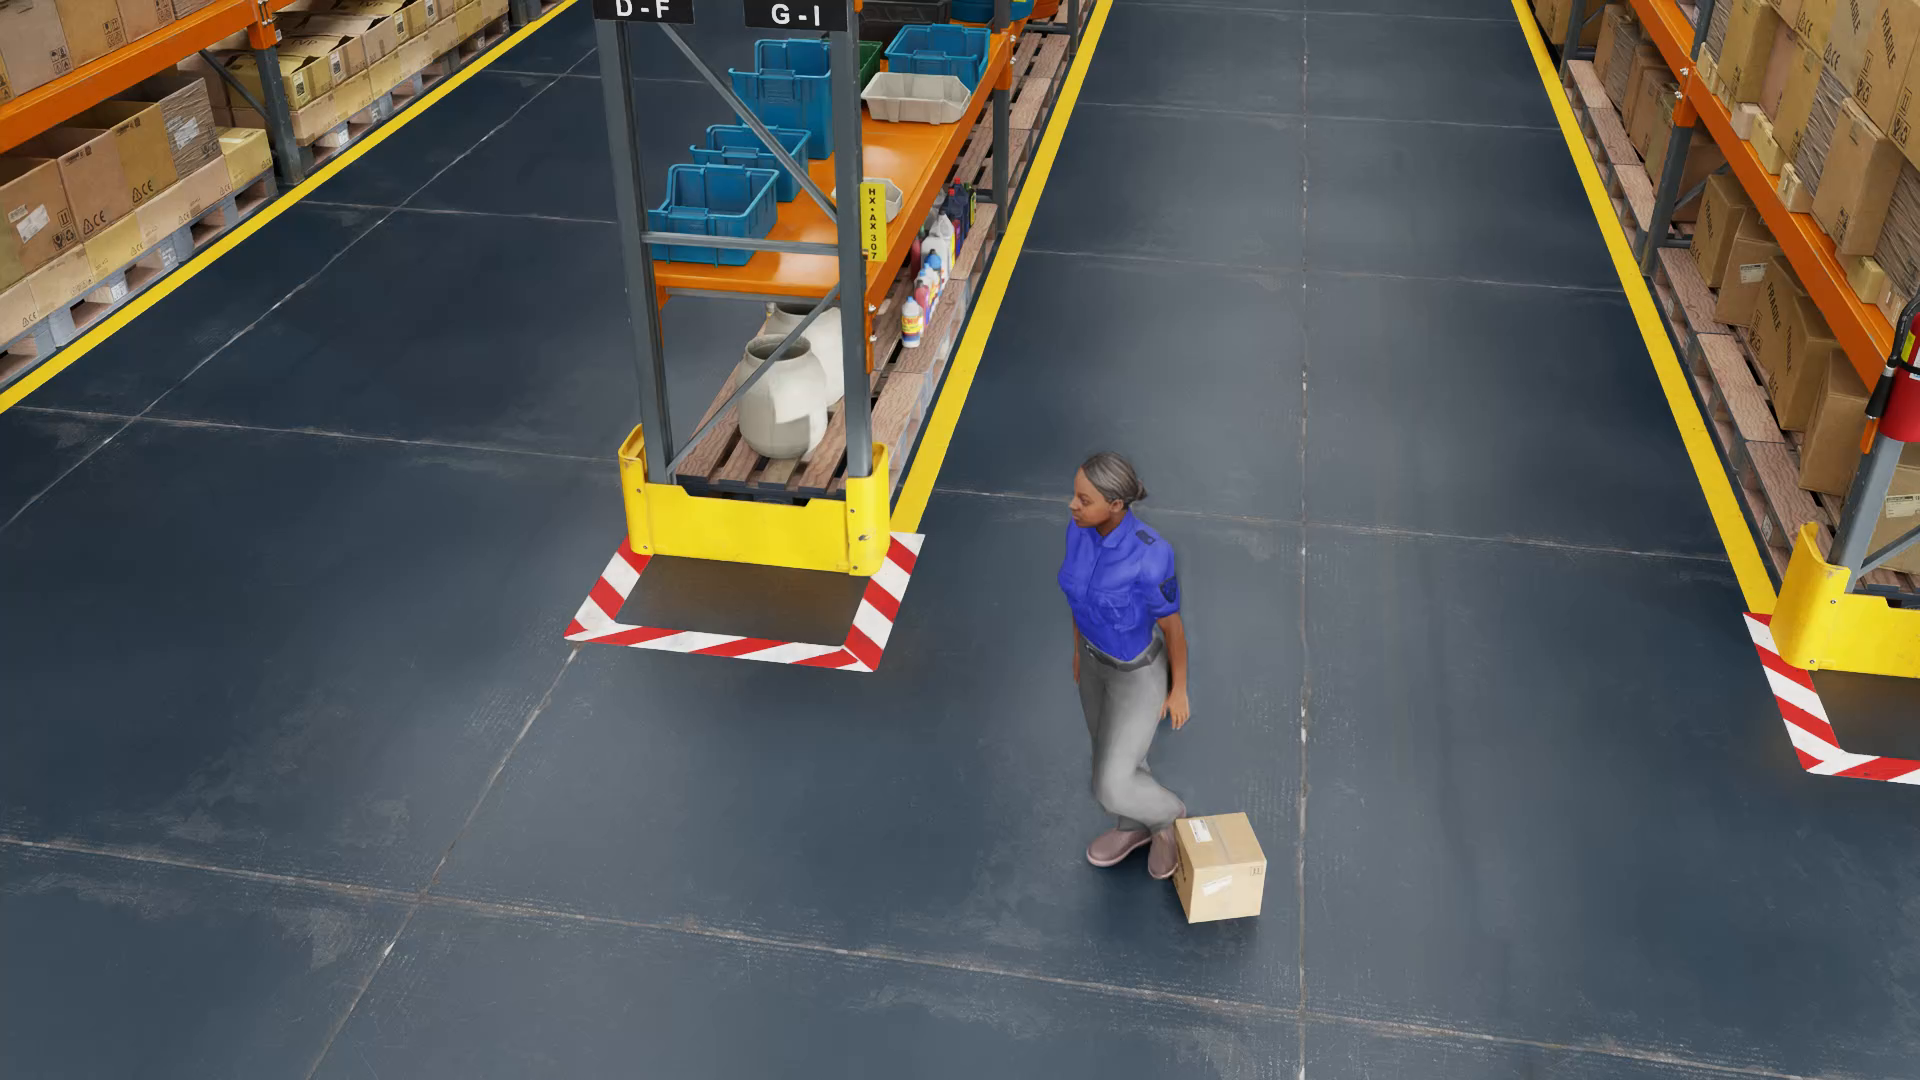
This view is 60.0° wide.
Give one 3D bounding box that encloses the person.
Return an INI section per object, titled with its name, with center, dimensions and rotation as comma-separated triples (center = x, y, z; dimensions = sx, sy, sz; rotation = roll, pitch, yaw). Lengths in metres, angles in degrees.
[person]
center = 0.543, 0.426, 5.454
dimensions = 0.454, 1.646, 0.502
rotation = -20, 38, -28
